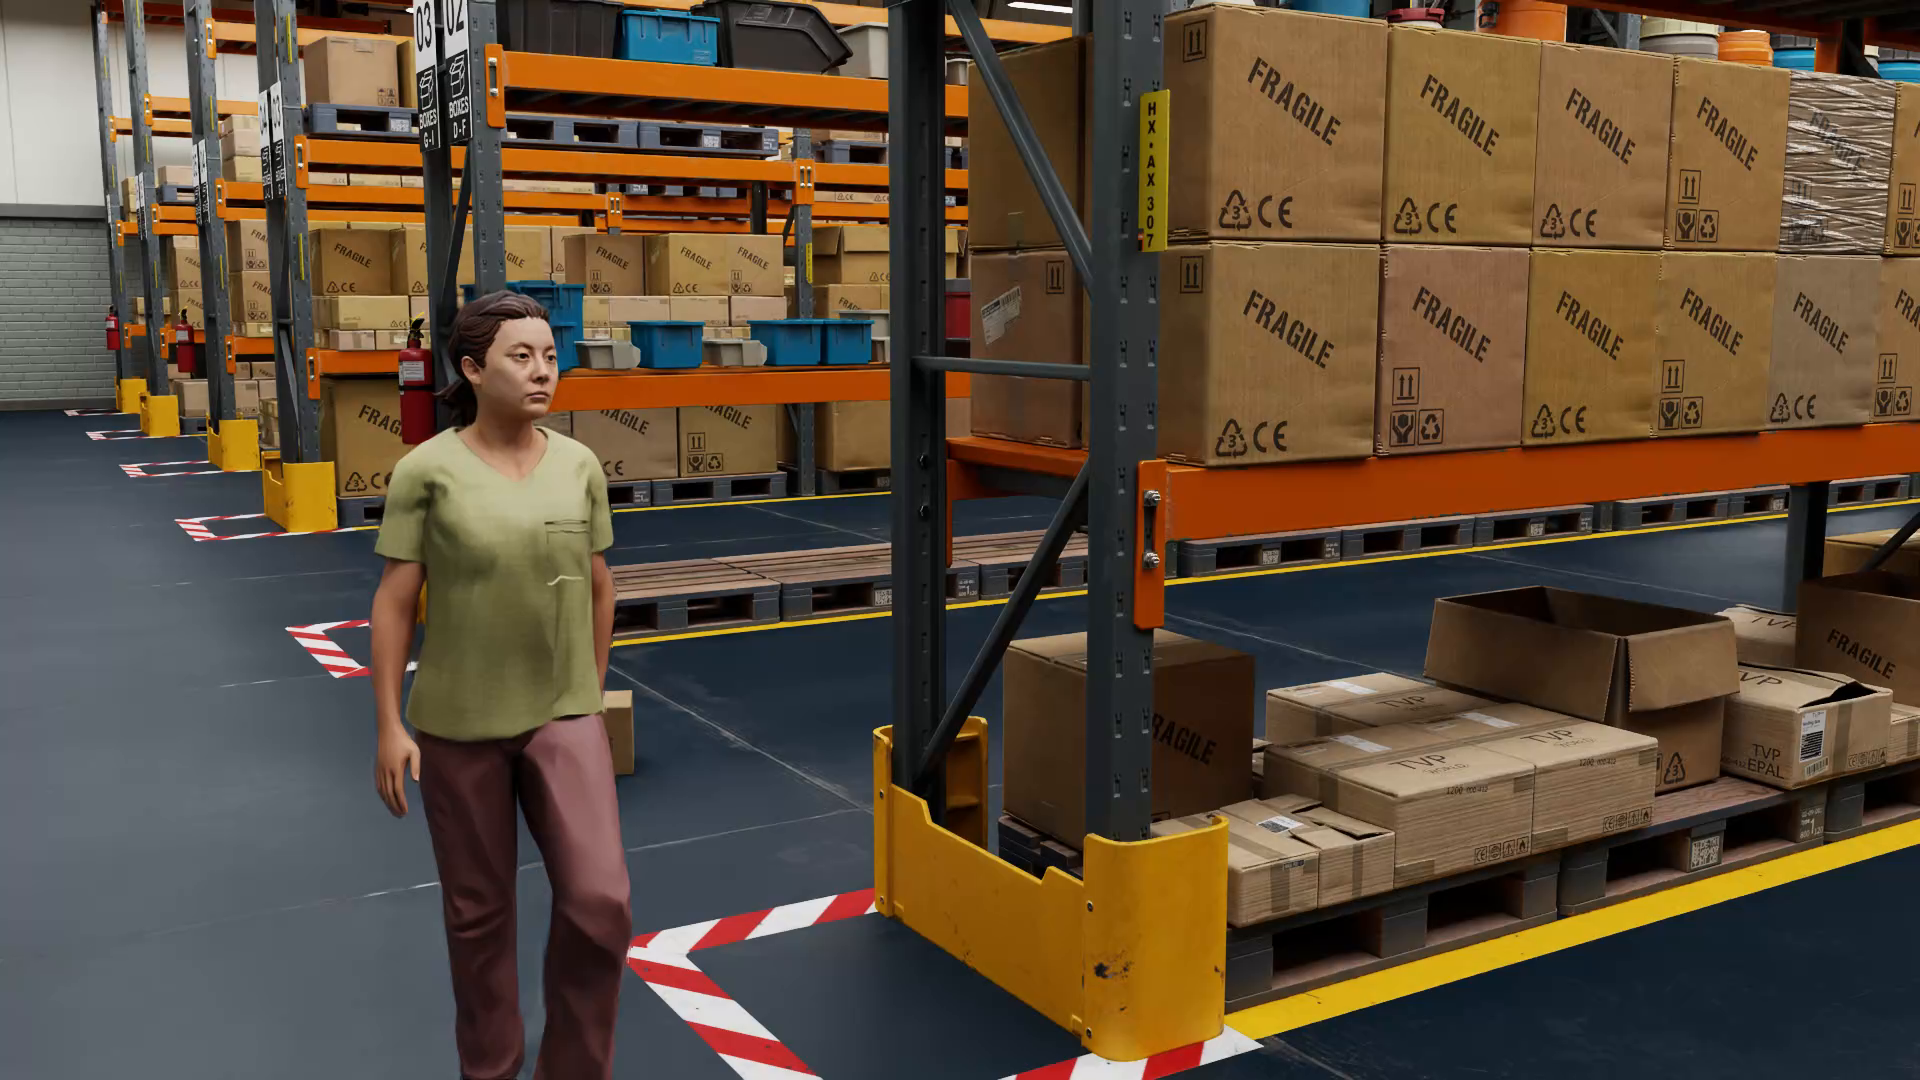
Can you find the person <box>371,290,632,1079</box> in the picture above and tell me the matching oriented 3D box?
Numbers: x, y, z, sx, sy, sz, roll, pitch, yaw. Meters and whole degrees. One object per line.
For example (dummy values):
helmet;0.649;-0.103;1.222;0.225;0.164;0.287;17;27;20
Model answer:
person;-0.863;0.398;3.163;0.486;1.728;0.538;-4;9;-23
